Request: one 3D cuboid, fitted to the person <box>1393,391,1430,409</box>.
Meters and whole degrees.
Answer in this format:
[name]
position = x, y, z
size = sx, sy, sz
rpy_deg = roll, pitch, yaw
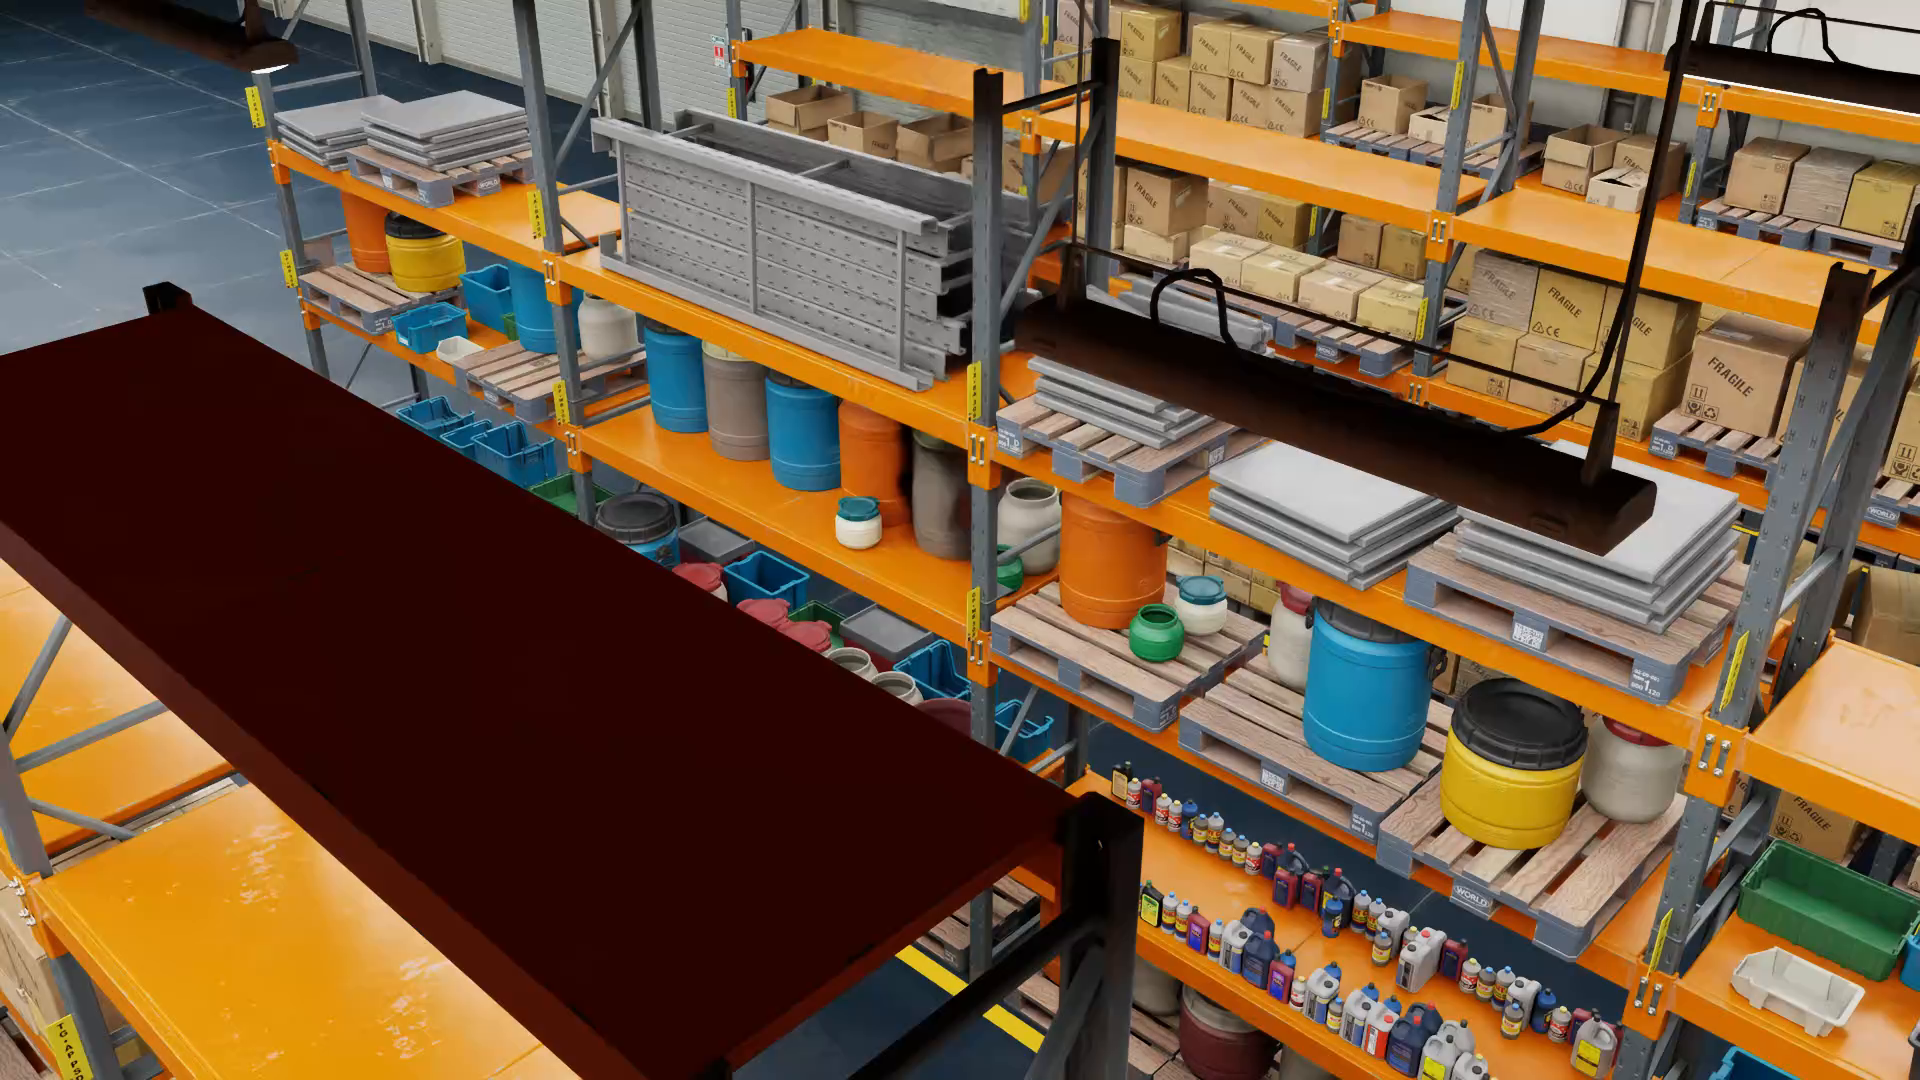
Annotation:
[person]
position = 4.092, -0.786, 15.833
size = 0.603, 1.738, 0.664
rpy_deg = 23, 37, 35
